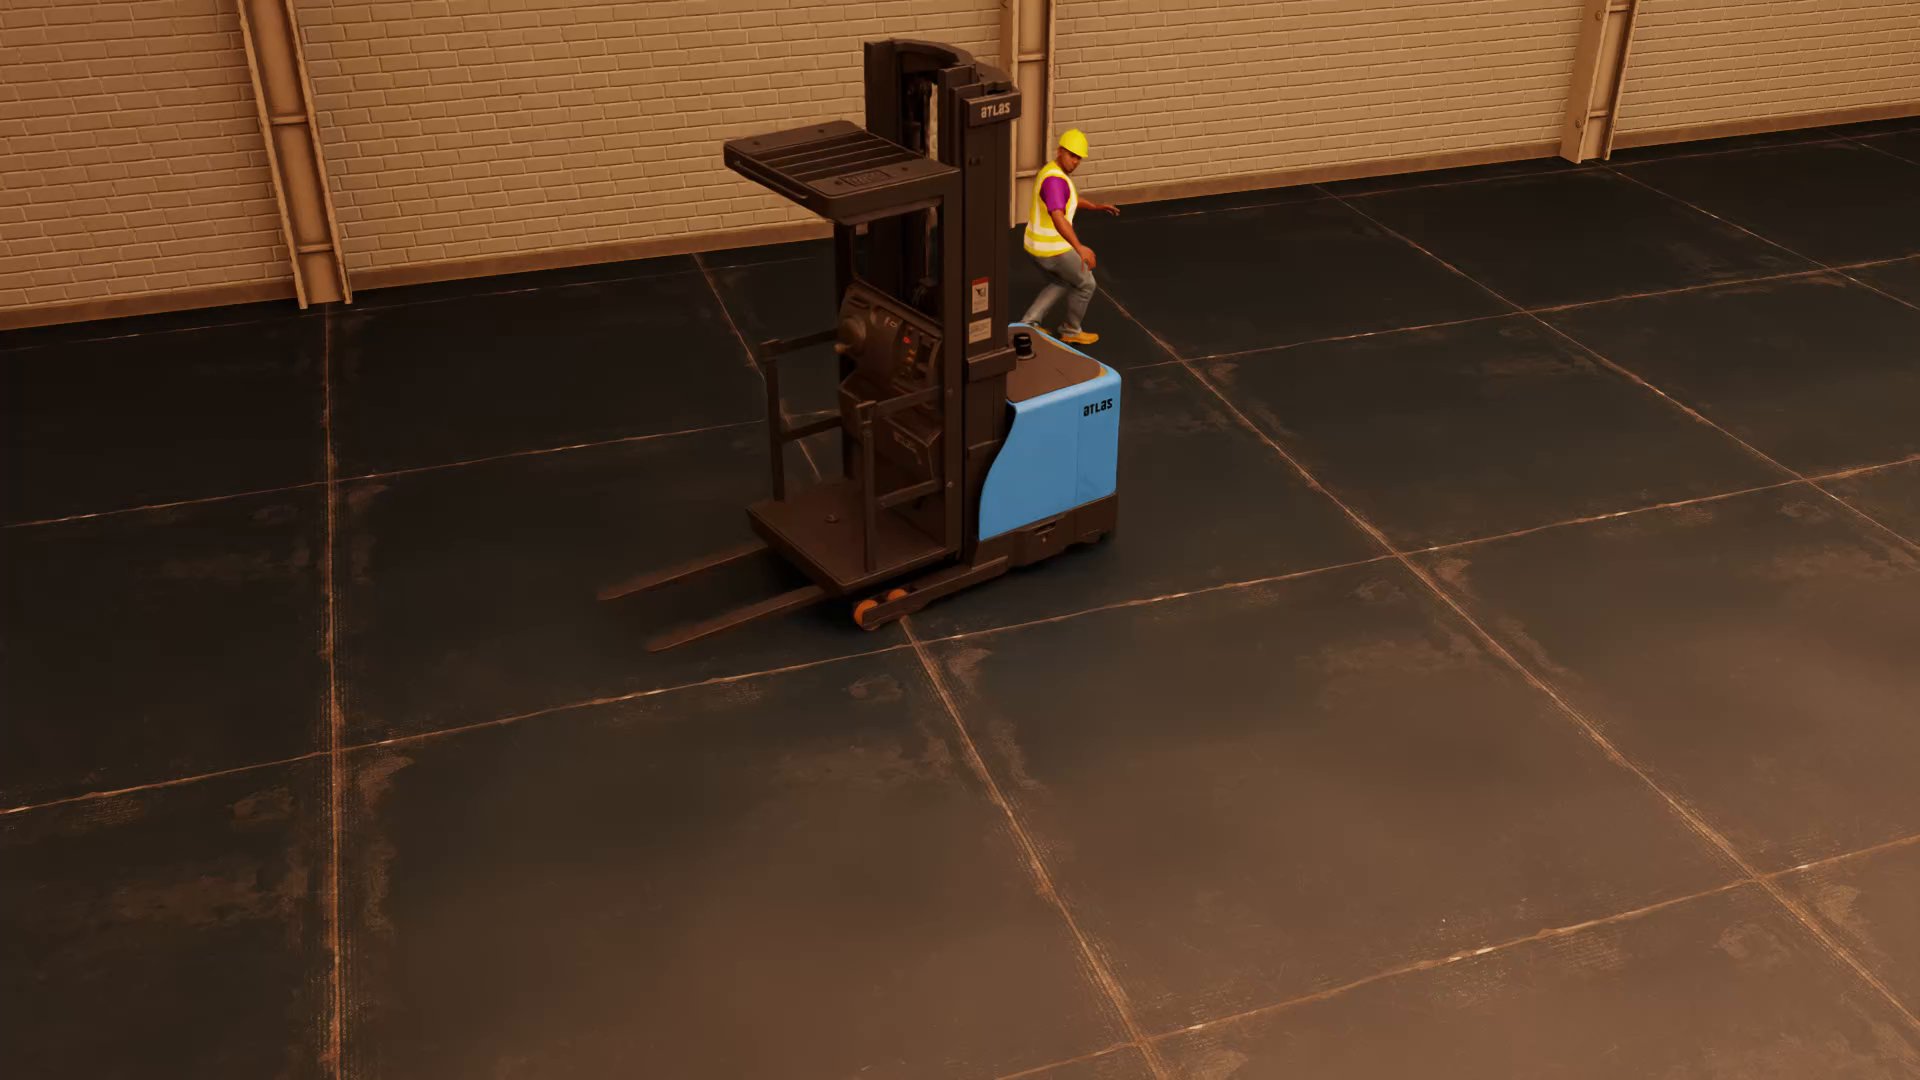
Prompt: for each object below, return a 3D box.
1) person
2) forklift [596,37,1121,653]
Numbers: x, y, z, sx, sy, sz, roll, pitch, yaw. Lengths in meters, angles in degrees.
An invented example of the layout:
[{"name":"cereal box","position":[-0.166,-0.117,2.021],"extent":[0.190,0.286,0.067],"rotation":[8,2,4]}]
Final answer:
[{"name":"person","position":[0.853,-2.171,12.162],"extent":[0.841,1.631,0.923],"rotation":[-8,31,-14]},{"name":"forklift","position":[-0.555,-1.072,8.949],"extent":[3.031,2.935,1.130],"rotation":[-19,35,-30]}]
